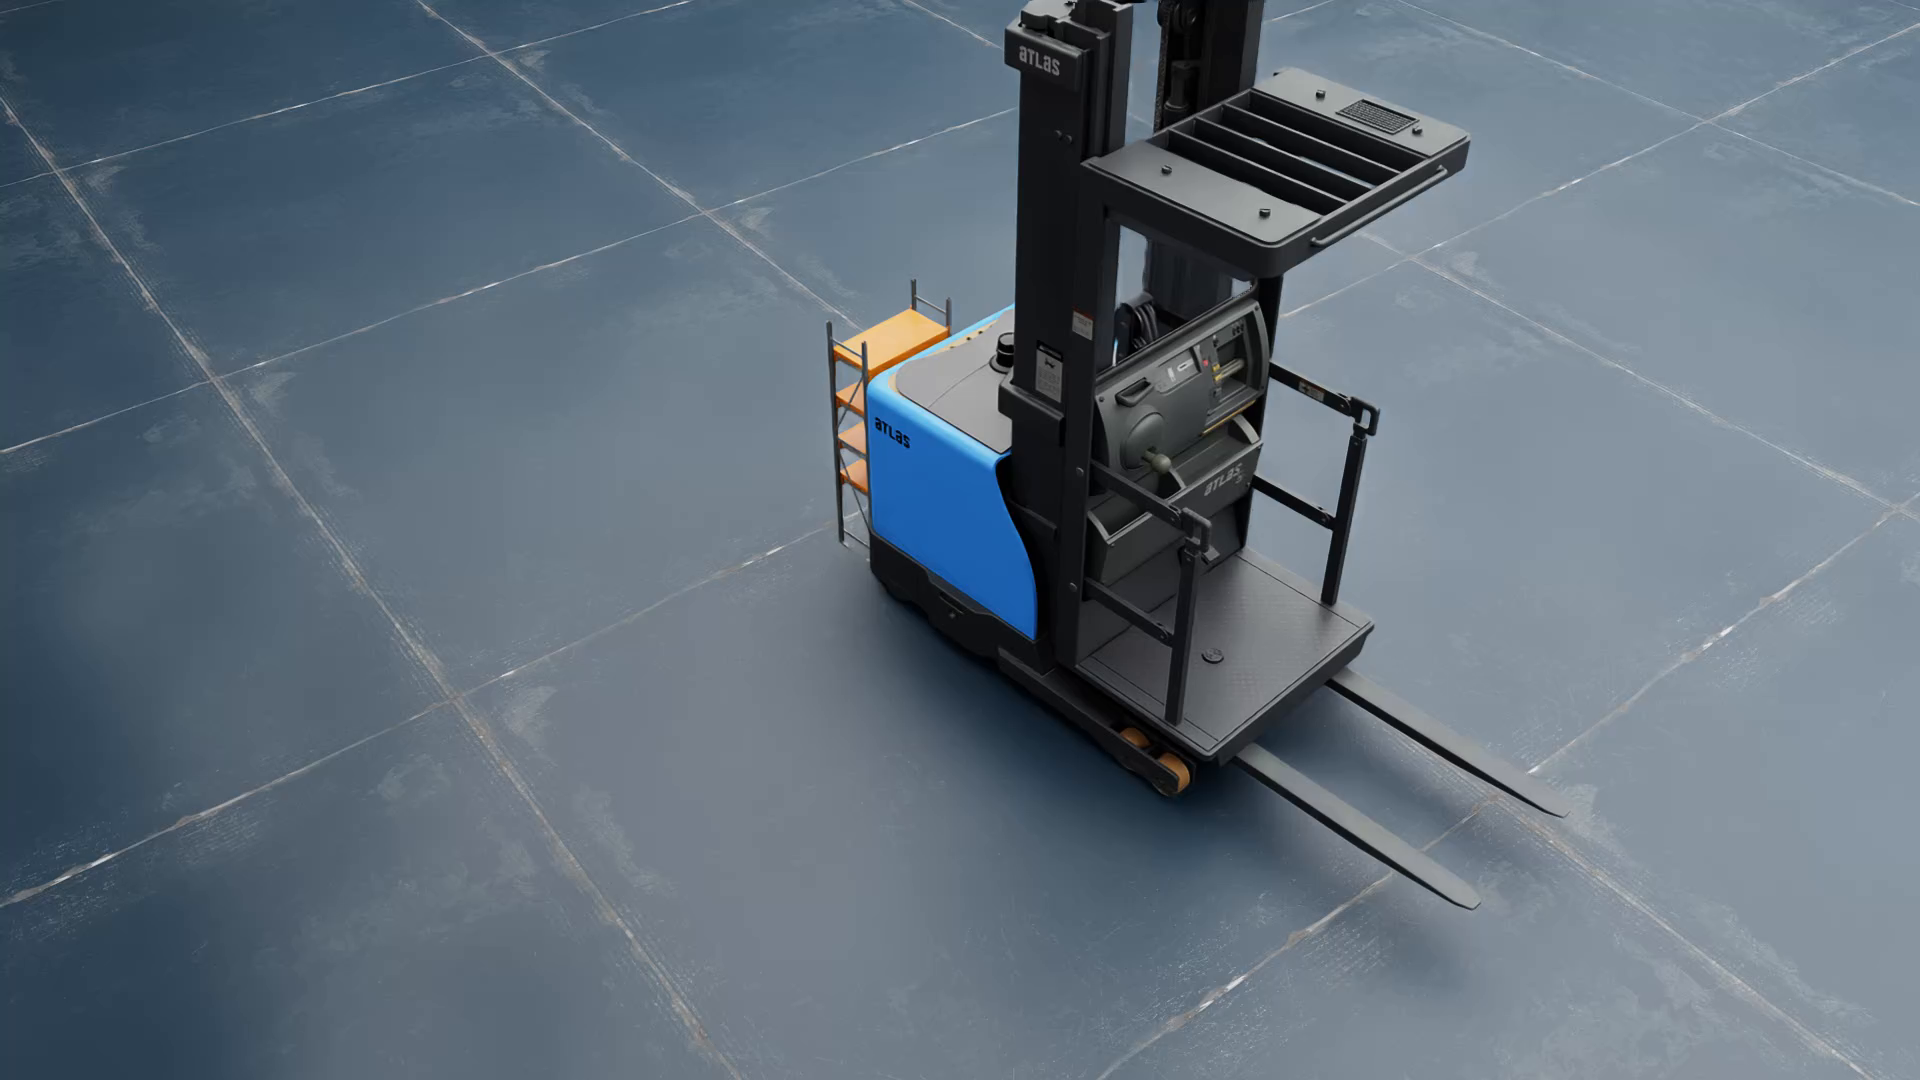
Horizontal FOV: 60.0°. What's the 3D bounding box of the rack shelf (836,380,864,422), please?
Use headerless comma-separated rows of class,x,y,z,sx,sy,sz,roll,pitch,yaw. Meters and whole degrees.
rack shelf,-0.299,-0.632,7.328,0.480,0.148,0.258,-32,49,-33

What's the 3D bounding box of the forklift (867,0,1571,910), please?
forklift,0.982,-0.503,6.052,1.130,2.935,3.031,-32,49,-33

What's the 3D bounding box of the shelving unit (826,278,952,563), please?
shelving unit,-0.299,-0.511,7.427,0.503,1.200,0.258,-32,49,-33

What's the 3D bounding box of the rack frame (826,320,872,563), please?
rack frame,-0.473,-0.403,7.295,0.015,1.200,0.240,-32,49,-33

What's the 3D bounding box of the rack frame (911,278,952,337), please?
rack frame,-0.126,-0.620,7.560,0.015,1.200,0.240,-32,49,-33

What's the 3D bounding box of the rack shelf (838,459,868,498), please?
rack shelf,-0.299,-0.306,7.596,0.480,0.148,0.258,-32,49,-33

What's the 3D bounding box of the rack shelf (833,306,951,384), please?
rack shelf,-0.299,-0.815,7.178,0.480,0.148,0.258,-32,49,-33

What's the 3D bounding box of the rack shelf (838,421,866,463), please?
rack shelf,-0.299,-0.459,7.470,0.480,0.148,0.258,-32,49,-33
